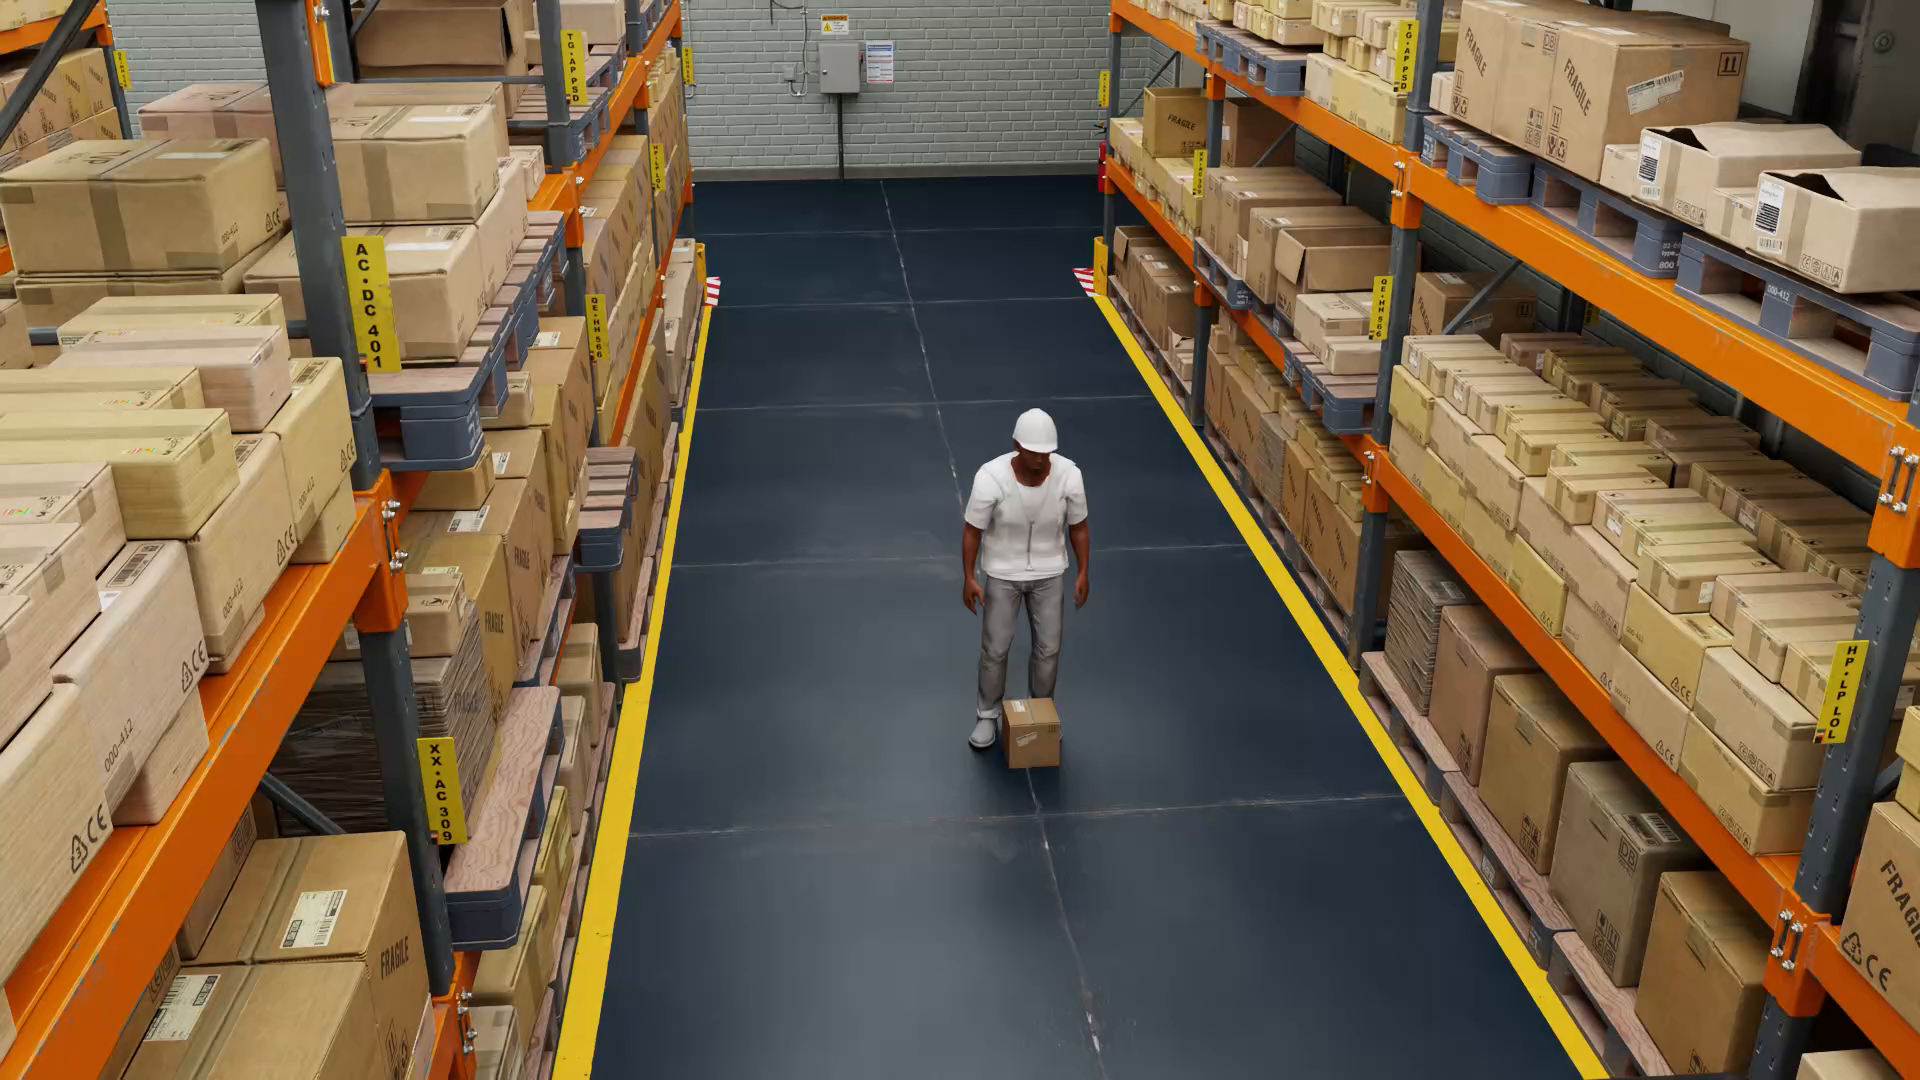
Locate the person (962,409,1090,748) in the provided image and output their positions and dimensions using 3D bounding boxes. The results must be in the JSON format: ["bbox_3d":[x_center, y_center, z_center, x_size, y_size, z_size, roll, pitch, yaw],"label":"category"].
[{"bbox_3d":[0.324,0.180,8.165,0.638,1.761,0.459,-3,24,-7],"label":"person"}]
